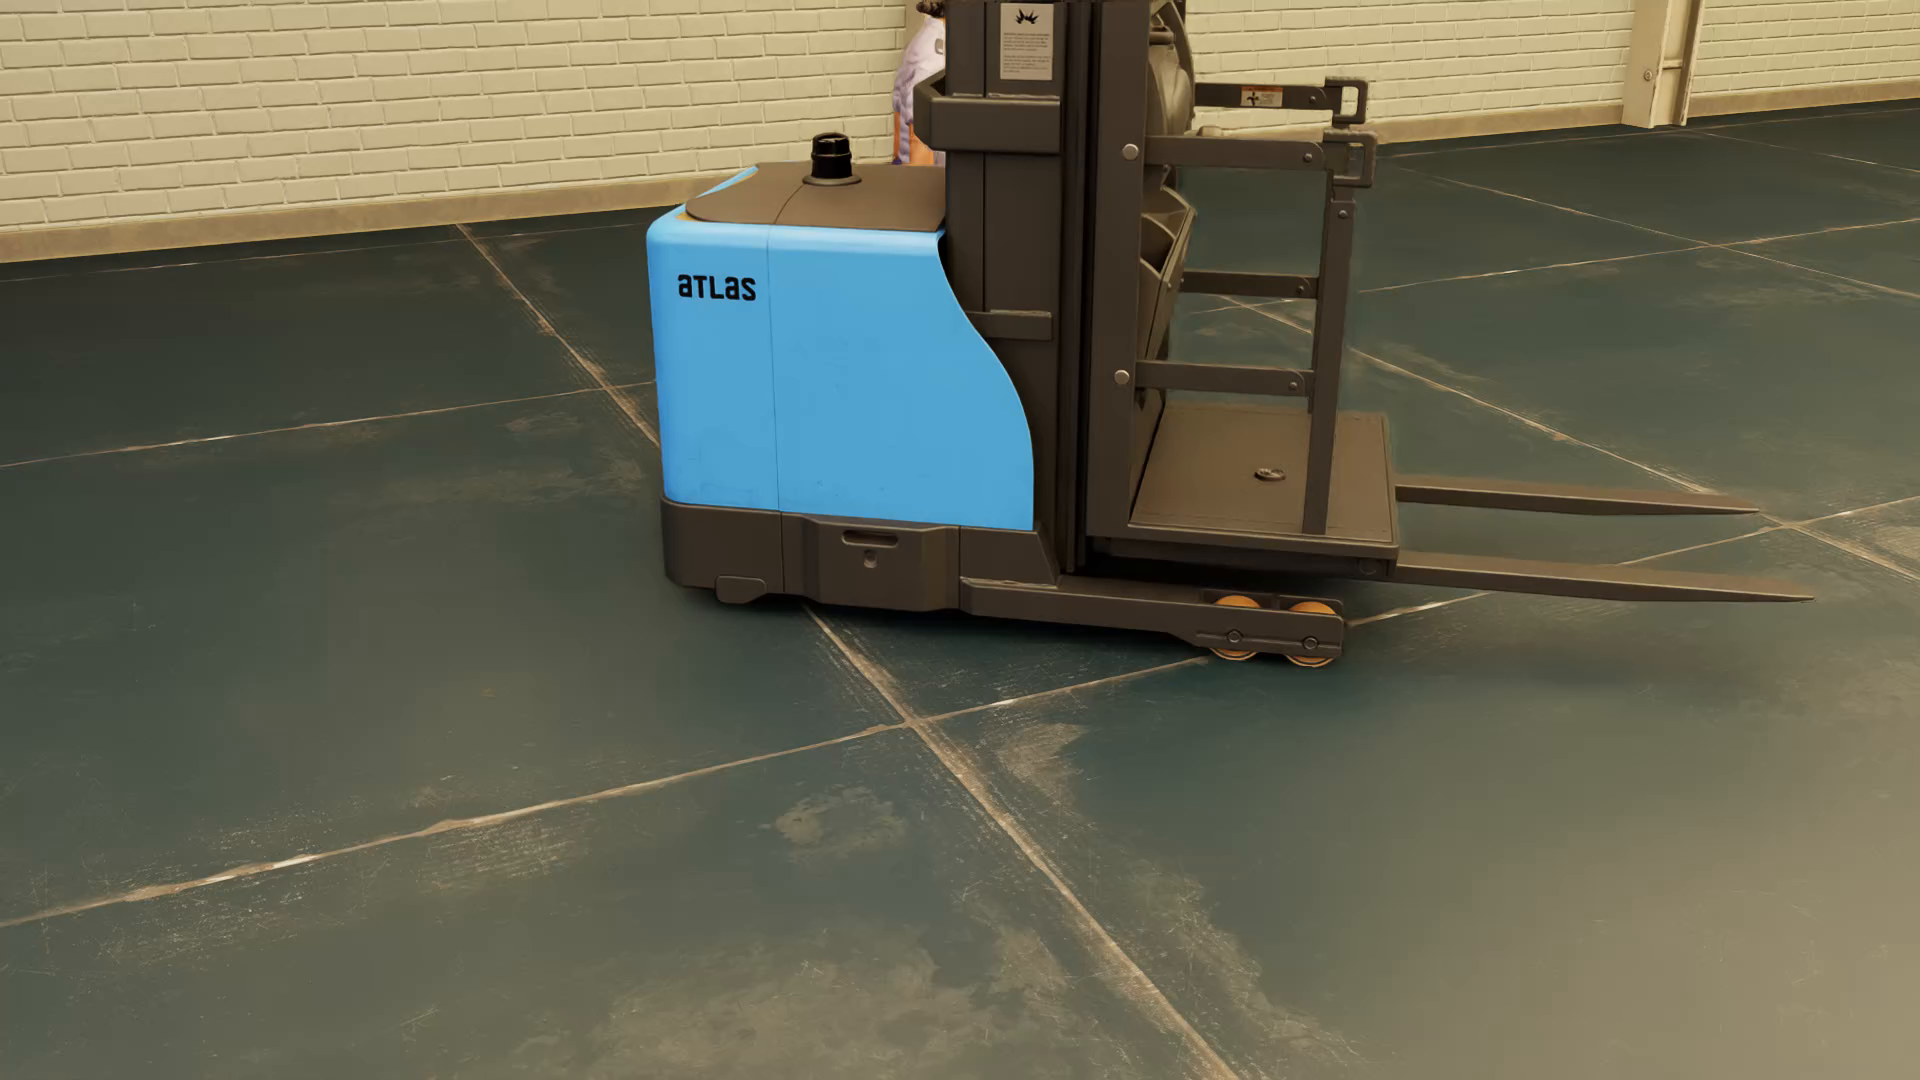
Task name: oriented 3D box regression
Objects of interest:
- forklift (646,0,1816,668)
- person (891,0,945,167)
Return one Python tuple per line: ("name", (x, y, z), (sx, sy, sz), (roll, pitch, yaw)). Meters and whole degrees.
("forklift", (0.737, -1.246, 4.285), (3.031, 2.935, 1.130), (5, 23, 11))
("person", (-0.107, -1.149, 5.781), (0.379, 1.623, 0.811), (-4, 23, -8))
